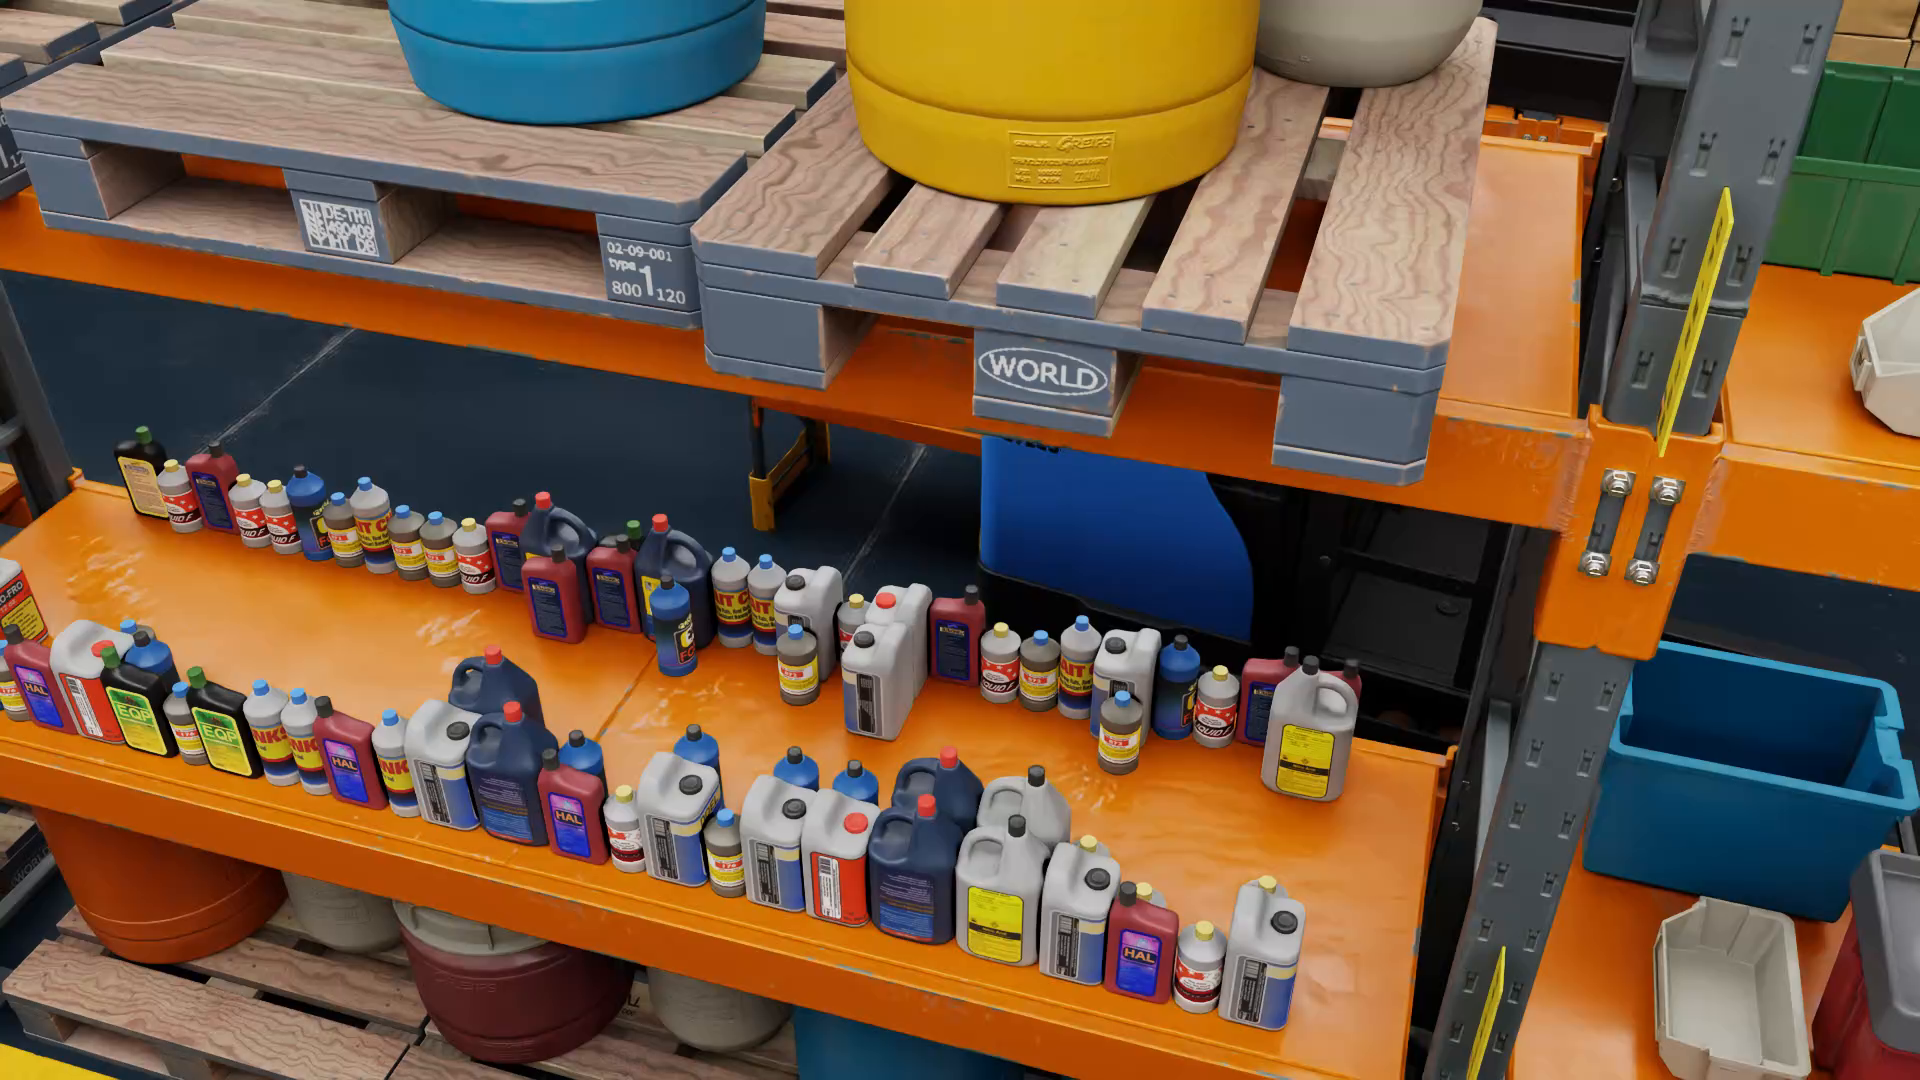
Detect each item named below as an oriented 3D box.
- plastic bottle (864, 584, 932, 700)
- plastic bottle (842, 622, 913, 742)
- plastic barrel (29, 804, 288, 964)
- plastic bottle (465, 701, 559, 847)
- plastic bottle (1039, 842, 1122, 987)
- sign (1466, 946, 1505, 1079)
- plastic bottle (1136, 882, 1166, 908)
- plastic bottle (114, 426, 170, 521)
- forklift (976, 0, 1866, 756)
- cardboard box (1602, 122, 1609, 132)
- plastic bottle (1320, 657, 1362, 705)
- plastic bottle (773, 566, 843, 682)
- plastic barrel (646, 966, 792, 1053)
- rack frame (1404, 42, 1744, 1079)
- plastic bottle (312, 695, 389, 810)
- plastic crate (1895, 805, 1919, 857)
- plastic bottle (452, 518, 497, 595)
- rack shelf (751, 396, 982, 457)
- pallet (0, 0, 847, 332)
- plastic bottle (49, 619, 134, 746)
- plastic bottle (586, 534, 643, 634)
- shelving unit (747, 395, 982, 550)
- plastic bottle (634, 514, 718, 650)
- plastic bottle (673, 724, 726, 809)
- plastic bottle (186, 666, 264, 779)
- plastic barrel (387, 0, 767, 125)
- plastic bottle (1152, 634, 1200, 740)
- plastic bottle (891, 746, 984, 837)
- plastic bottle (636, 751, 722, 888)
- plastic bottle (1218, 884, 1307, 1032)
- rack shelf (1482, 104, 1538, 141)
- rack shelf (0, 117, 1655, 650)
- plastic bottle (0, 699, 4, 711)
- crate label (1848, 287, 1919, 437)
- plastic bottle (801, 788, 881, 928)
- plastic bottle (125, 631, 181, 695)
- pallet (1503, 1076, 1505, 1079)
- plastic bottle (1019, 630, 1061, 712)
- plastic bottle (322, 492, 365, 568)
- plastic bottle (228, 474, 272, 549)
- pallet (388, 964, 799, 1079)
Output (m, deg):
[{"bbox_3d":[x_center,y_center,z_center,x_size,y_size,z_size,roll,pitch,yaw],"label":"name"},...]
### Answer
[{"bbox_3d":[-0.149,0.228,4.014,0.135,0.276,0.152,10,38,14],"label":"plastic bottle"},{"bbox_3d":[-0.194,0.314,3.897,0.135,0.276,0.152,10,38,14],"label":"plastic bottle"},{"bbox_3d":[-2.283,0.714,4.726,0.708,0.830,0.600,10,38,14],"label":"plastic barrel"},{"bbox_3d":[-0.963,0.487,3.599,0.185,0.351,0.144,10,38,14],"label":"plastic bottle"},{"bbox_3d":[0.242,0.738,3.322,0.135,0.276,0.152,10,38,14],"label":"plastic bottle"},{"bbox_3d":[0.898,0.839,2.847,0.005,0.325,0.100,10,38,14],"label":"sign"},{"bbox_3d":[0.363,0.769,3.342,0.097,0.201,0.097,0,36,0],"label":"plastic bottle"},{"bbox_3d":[-2.241,-0.191,4.577,0.133,0.283,0.061,10,38,14],"label":"plastic bottle"},{"bbox_3d":[1.621,-0.740,5.283,3.031,2.935,1.130,15,39,20],"label":"forklift"},{"bbox_3d":[2.949,-1.959,6.796,0.500,0.500,0.500,11,38,15],"label":"cardboard box"},{"bbox_3d":[0.841,0.380,3.802,0.133,0.283,0.061,10,38,14],"label":"plastic bottle"},{"bbox_3d":[-0.370,0.187,4.070,0.135,0.276,0.152,10,38,14],"label":"plastic bottle"},{"bbox_3d":[-0.639,1.091,4.482,0.421,0.512,0.421,0,36,0],"label":"plastic barrel"},{"bbox_3d":[1.063,0.639,3.351,0.127,3.000,1.000,10,38,14],"label":"rack frame"},{"bbox_3d":[-1.349,0.469,3.681,0.133,0.283,0.061,10,38,14],"label":"plastic bottle"},{"bbox_3d":[2.212,0.772,3.353,0.590,0.125,0.437,10,38,14],"label":"plastic crate"},{"bbox_3d":[-1.266,0.034,4.341,0.097,0.201,0.097,0,36,0],"label":"plastic bottle"},{"bbox_3d":[-0.252,-0.551,6.537,1.000,0.185,0.538,14,38,18],"label":"rack shelf"},{"bbox_3d":[-0.797,-0.775,2.901,1.213,0.211,1.003,10,38,14],"label":"pallet"},{"bbox_3d":[-1.996,0.323,3.885,0.135,0.276,0.152,10,38,14],"label":"plastic bottle"},{"bbox_3d":[-0.865,0.102,4.179,0.133,0.283,0.061,10,38,14],"label":"plastic bottle"},{"bbox_3d":[-0.244,-0.694,6.428,1.083,1.500,0.587,14,38,18],"label":"shelving unit"},{"bbox_3d":[-0.707,0.092,4.136,0.185,0.351,0.144,10,38,14],"label":"plastic bottle"},{"bbox_3d":[-0.570,0.512,3.633,0.097,0.271,0.097,0,36,0],"label":"plastic bottle"},{"bbox_3d":[-1.662,0.411,3.760,0.133,0.283,0.061,10,38,14],"label":"plastic bottle"},{"bbox_3d":[-0.611,-1.155,2.481,0.708,0.901,0.600,10,38,14],"label":"plastic barrel"},{"bbox_3d":[0.505,0.334,3.874,0.097,0.271,0.097,0,36,0],"label":"plastic bottle"},{"bbox_3d":[-0.045,0.567,3.490,0.185,0.351,0.144,10,38,14],"label":"plastic bottle"},{"bbox_3d":[-0.589,0.584,3.531,0.135,0.276,0.152,10,38,14],"label":"plastic bottle"},{"bbox_3d":[0.591,0.802,3.234,0.135,0.276,0.152,10,38,14],"label":"plastic bottle"},{"bbox_3d":[0.635,-2.227,7.852,4.000,0.370,1.077,10,38,14],"label":"rack shelf"},{"bbox_3d":[-0.846,-0.633,3.155,4.000,0.370,1.077,10,38,14],"label":"rack shelf"},{"bbox_3d":[-2.335,0.279,3.949,0.097,0.271,0.097,0,36,0],"label":"plastic bottle"},{"bbox_3d":[1.444,-0.213,2.200,0.466,0.136,0.293,10,38,14],"label":"crate label"},{"bbox_3d":[-0.239,0.649,3.443,0.135,0.276,0.152,10,38,14],"label":"plastic bottle"},{"bbox_3d":[-1.876,0.327,3.884,0.097,0.271,0.097,0,36,0],"label":"plastic bottle"},{"bbox_3d":[1.777,1.870,4.031,1.213,0.211,1.003,10,38,14],"label":"pallet"},{"bbox_3d":[0.190,0.304,3.974,0.097,0.201,0.097,0,36,0],"label":"plastic bottle"},{"bbox_3d":[-1.638,-0.035,4.434,0.097,0.201,0.097,0,36,0],"label":"plastic bottle"},{"bbox_3d":[-1.916,-0.086,4.504,0.097,0.201,0.097,0,36,0],"label":"plastic bottle"},{"bbox_3d":[-0.829,1.388,4.686,1.213,0.211,1.003,10,38,14],"label":"pallet"}]
